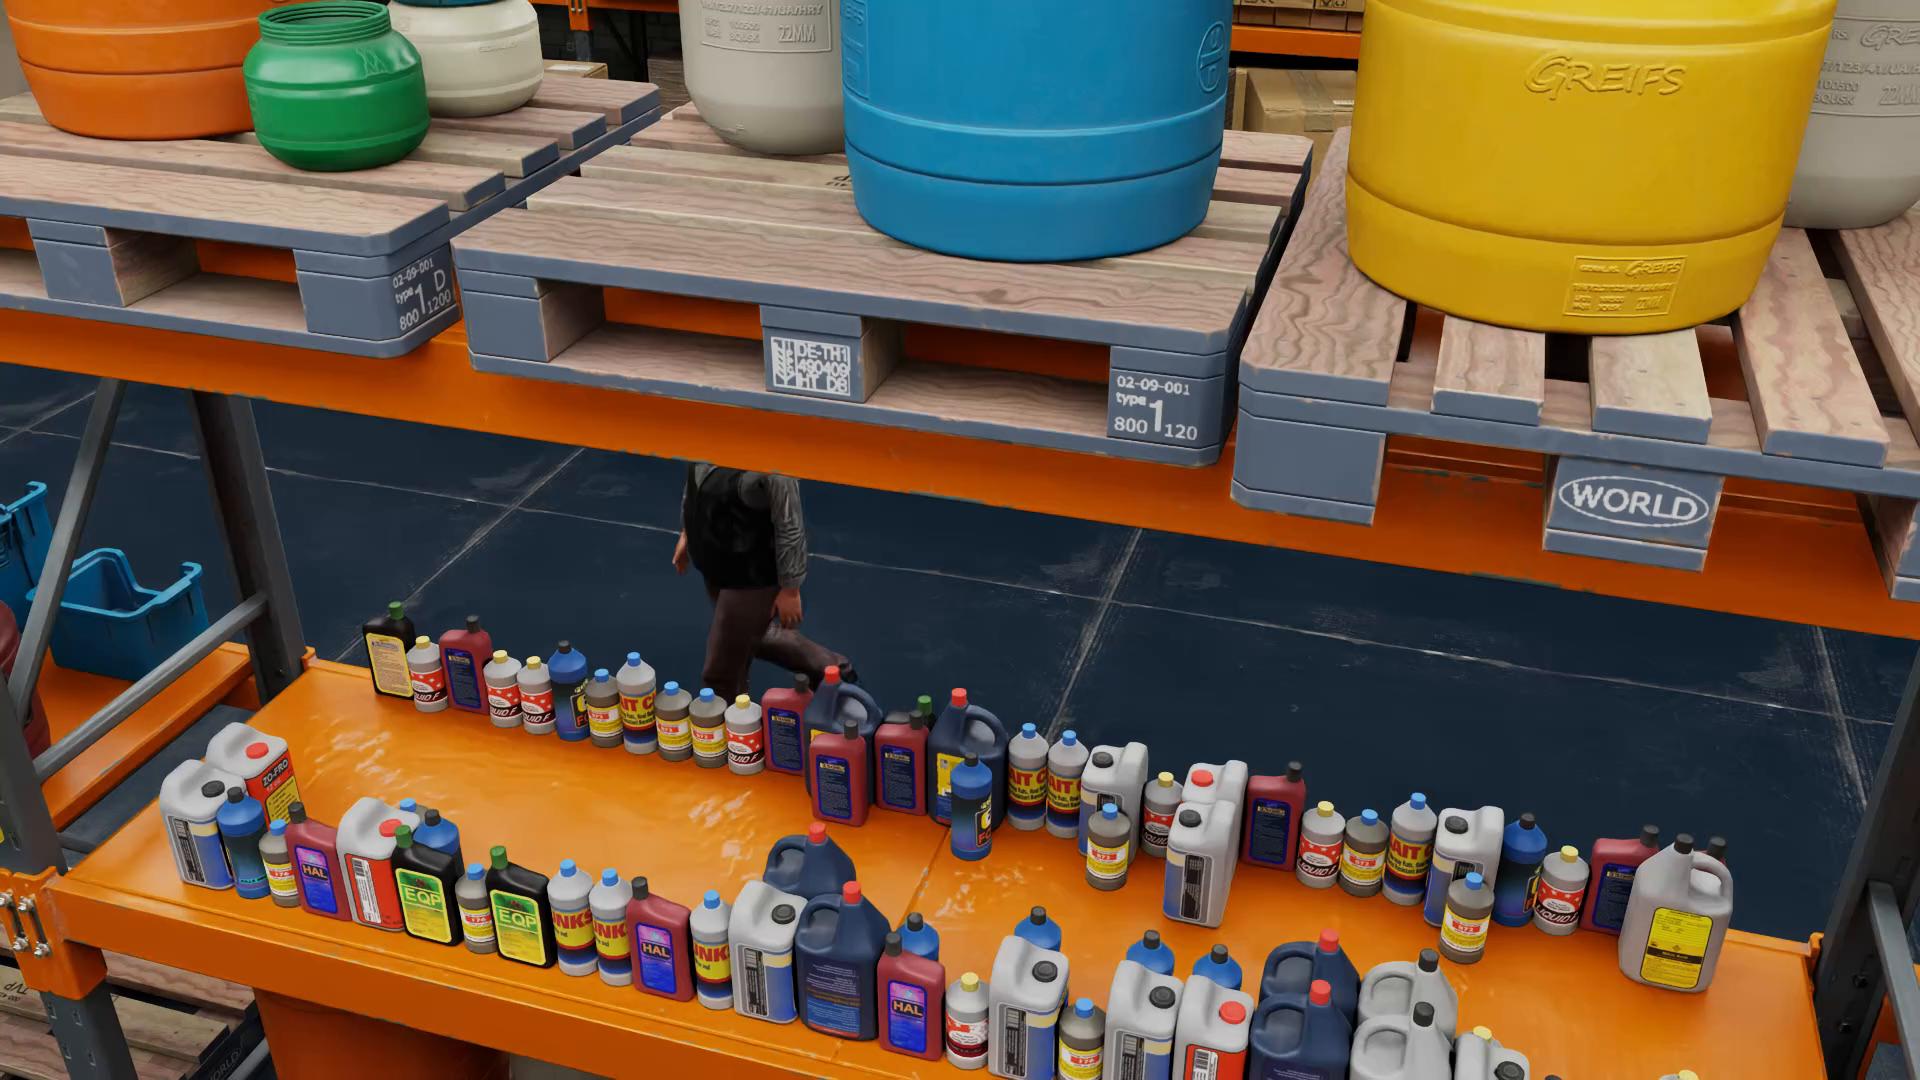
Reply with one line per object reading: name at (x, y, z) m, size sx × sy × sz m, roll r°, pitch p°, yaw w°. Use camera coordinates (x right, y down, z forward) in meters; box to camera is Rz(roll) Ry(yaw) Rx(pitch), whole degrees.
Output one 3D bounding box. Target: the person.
person at (-0.759, 0.087, 6.004) m, size 0.872 × 1.706 × 0.599 m, roll -18°, pitch 34°, yaw -29°
